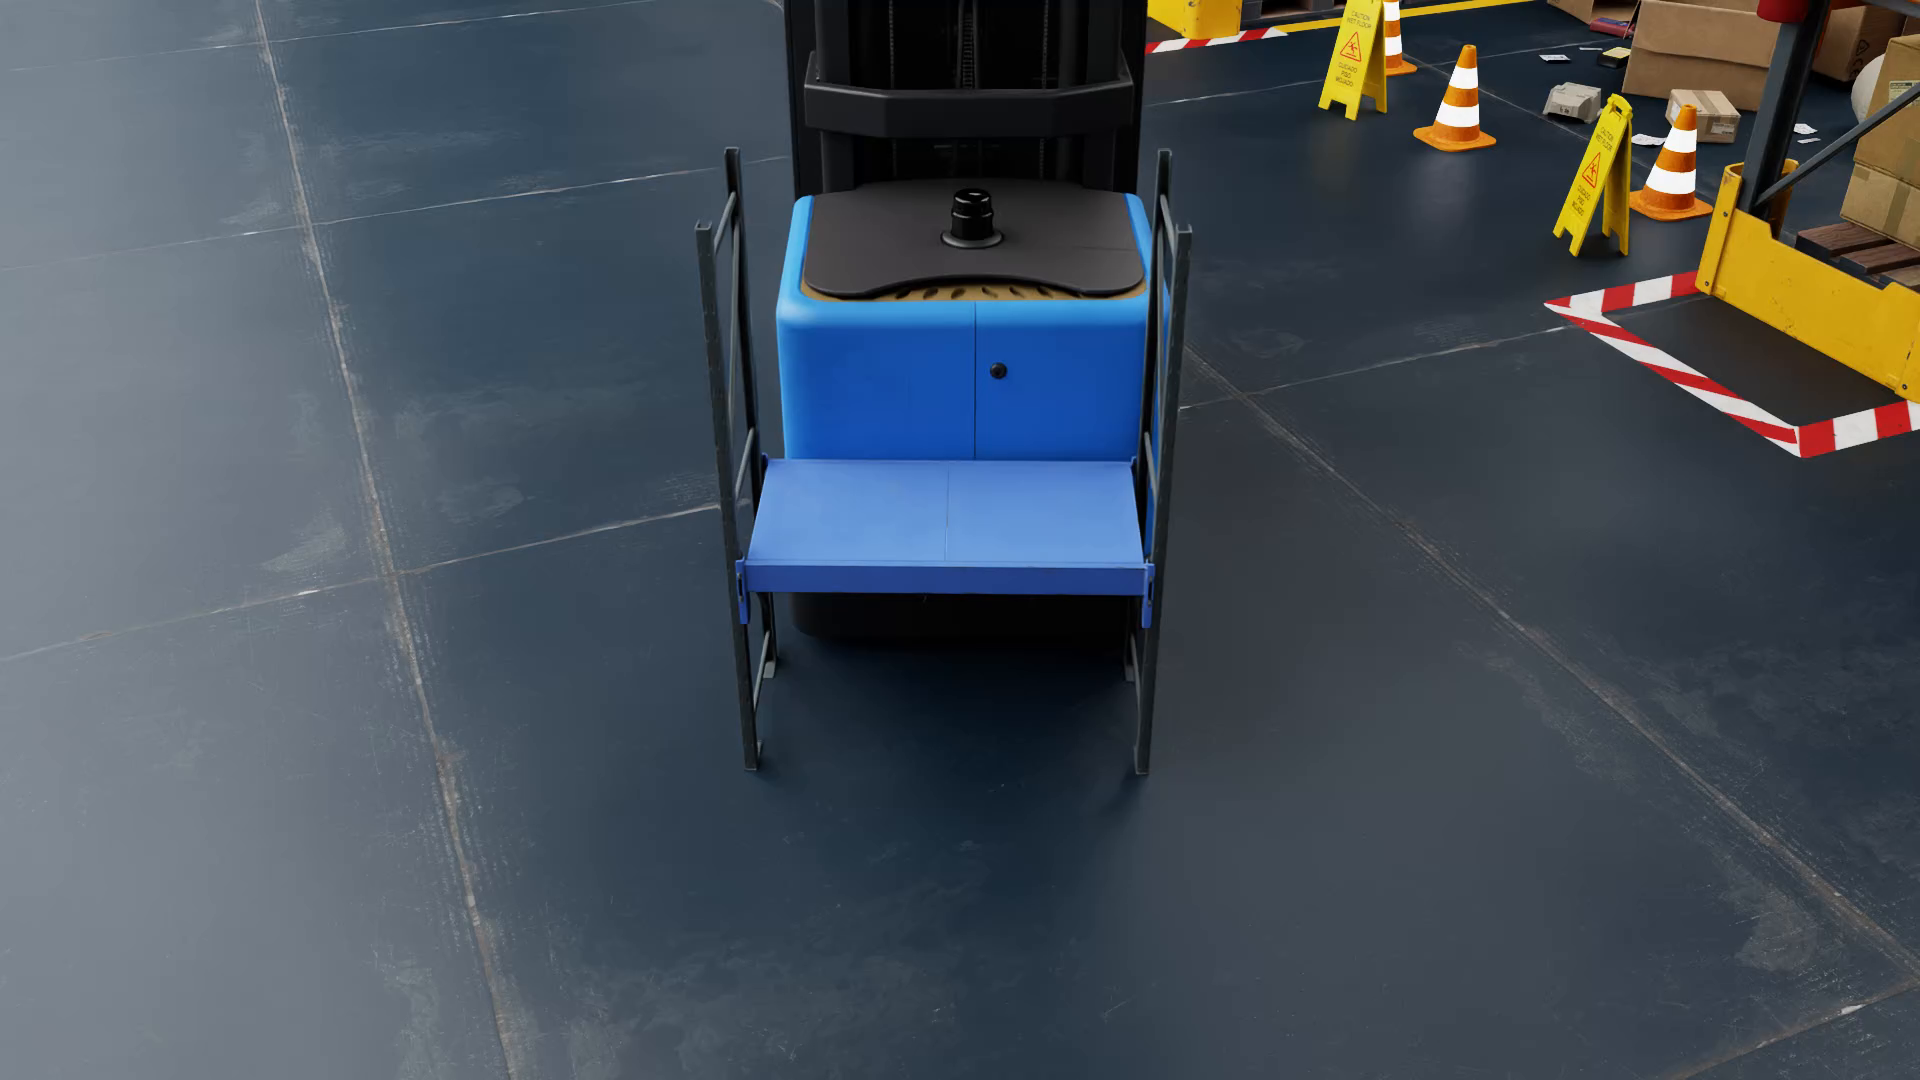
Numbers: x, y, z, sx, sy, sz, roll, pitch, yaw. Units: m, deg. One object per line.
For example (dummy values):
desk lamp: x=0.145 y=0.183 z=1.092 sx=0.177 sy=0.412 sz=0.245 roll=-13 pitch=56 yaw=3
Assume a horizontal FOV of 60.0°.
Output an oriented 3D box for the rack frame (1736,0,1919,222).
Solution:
rack frame: x=3.326 y=-2.045 z=5.643 sx=0.127 sy=3.000 sz=1.000 roll=-13 pitch=35 yaw=-19

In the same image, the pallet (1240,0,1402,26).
pallet: x=2.024 y=-3.552 z=10.516 sx=1.213 sy=0.211 sz=1.003 roll=-13 pitch=35 yaw=-19

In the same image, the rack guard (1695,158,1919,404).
rack guard: x=3.396 y=-1.014 z=6.350 sx=0.348 sy=0.500 sz=1.175 roll=-13 pitch=35 yaw=-19

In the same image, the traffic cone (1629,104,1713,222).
traffic cone: x=3.223 y=-1.722 z=7.472 sx=0.334 sy=0.463 sz=0.336 roll=-13 pitch=35 yaw=-19

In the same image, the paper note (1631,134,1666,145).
paper note: x=3.427 y=-2.001 z=8.298 sx=0.142 sy=0.019 sz=0.148 roll=-27 pitch=42 yaw=-35

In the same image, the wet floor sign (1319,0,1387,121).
wet floor sign: x=2.057 y=-2.525 z=8.538 sx=0.232 sy=0.644 sz=0.267 roll=-19 pitch=38 yaw=-27

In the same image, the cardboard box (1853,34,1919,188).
cardboard box: x=3.964 y=-1.683 z=6.536 sx=0.500 sy=0.500 sz=0.500 roll=-13 pitch=35 yaw=-19

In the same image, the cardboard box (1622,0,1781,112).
cardboard box: x=3.966 y=-2.643 z=8.851 sx=0.797 sy=0.503 sz=0.637 roll=16 pitch=36 yaw=23

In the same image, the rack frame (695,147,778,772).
rack frame: x=-0.540 y=-0.162 z=4.124 sx=0.032 sy=1.500 sz=0.500 roll=1 pitch=33 yaw=1

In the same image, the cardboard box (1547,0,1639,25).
cardboard box: x=3.971 y=-3.467 z=10.118 sx=0.500 sy=0.500 sz=0.500 roll=-7 pitch=34 yaw=-11

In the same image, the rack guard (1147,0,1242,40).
rack guard: x=1.295 y=-3.460 z=10.110 sx=0.348 sy=0.500 sz=1.175 roll=-13 pitch=35 yaw=-19

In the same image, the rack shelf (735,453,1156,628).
rack shelf: x=-0.032 y=-0.007 z=4.215 sx=1.000 sy=0.185 sz=0.538 roll=1 pitch=33 yaw=1

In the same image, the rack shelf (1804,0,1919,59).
rack shelf: x=5.170 y=-2.166 z=6.488 sx=4.000 sy=0.370 sz=1.077 roll=-13 pitch=35 yaw=-19

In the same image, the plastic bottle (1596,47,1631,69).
plastic bottle: x=3.729 y=-2.733 z=9.394 sx=0.283 sy=0.061 sz=0.133 roll=-27 pitch=42 yaw=-35

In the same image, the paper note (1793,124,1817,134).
paper note: x=4.269 y=-2.101 z=8.461 sx=0.142 sy=0.019 sz=0.148 roll=-2 pitch=33 yaw=-2

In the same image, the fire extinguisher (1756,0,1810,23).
fire extinguisher: x=3.042 y=-2.221 z=5.983 sx=0.183 sy=0.674 sz=0.296 roll=-13 pitch=35 yaw=-19

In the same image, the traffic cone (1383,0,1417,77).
traffic cone: x=2.356 y=-2.848 z=9.203 sx=0.334 sy=0.463 sz=0.336 roll=-13 pitch=35 yaw=-19

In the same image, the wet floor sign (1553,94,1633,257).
wet floor sign: x=2.737 y=-1.557 z=7.051 sx=0.232 sy=0.644 sz=0.267 roll=-2 pitch=33 yaw=-2

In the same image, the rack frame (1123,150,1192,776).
rack frame: x=0.477 y=-0.153 z=4.110 sx=0.032 sy=1.500 sz=0.500 roll=1 pitch=33 yaw=1

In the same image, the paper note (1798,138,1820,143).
paper note: x=4.243 y=-1.996 z=8.308 sx=0.123 sy=0.001 sz=0.032 roll=-13 pitch=35 yaw=-19

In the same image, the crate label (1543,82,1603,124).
crate label: x=3.181 y=-2.269 z=8.611 sx=0.250 sy=0.136 sz=0.298 roll=23 pitch=39 yaw=30

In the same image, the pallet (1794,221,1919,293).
pallet: x=4.159 y=-1.046 z=6.665 sx=1.213 sy=0.211 sz=1.003 roll=-13 pitch=35 yaw=-19

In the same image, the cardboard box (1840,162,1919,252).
cardboard box: x=3.990 y=-1.380 z=6.757 sx=0.500 sy=0.250 sz=0.500 roll=-13 pitch=35 yaw=-19

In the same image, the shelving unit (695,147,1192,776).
shelving unit: x=-0.032 y=-0.158 z=4.117 sx=1.048 sy=1.500 sz=0.538 roll=1 pitch=33 yaw=1

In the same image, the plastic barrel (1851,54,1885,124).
plastic barrel: x=4.645 y=-2.163 z=8.186 sx=0.421 sy=0.421 sz=0.512 roll=10 pitch=34 yaw=14

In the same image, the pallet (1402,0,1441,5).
pallet: x=3.147 y=-3.808 z=10.909 sx=1.213 sy=0.211 sz=1.003 roll=-13 pitch=35 yaw=-19

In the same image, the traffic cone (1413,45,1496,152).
traffic cone: x=2.480 y=-2.208 z=8.219 sx=0.334 sy=0.463 sz=0.336 roll=-13 pitch=35 yaw=-19

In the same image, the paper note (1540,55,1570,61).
paper note: x=3.382 y=-2.737 z=9.429 sx=0.142 sy=0.017 sz=0.144 roll=-2 pitch=33 yaw=-2

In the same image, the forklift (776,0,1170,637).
forklift: x=0.012 y=-1.723 z=5.210 sx=1.130 sy=2.935 sz=3.031 roll=-1 pitch=33 yaw=-1

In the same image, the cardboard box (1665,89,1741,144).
cardboard box: x=3.752 y=-2.143 z=8.407 sx=0.250 sy=0.149 sz=0.380 roll=4 pitch=33 yaw=6

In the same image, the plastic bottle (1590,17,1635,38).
plastic bottle: x=3.896 y=-3.030 z=9.851 sx=0.133 sy=0.061 sz=0.283 roll=-27 pitch=42 yaw=-35

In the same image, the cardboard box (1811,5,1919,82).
cardboard box: x=4.825 y=-2.901 z=9.123 sx=0.503 sy=0.637 sz=0.797 roll=-13 pitch=35 yaw=-19

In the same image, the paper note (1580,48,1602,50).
paper note: x=3.642 y=-2.834 z=9.597 sx=0.123 sy=0.001 sz=0.032 roll=4 pitch=33 yaw=6
